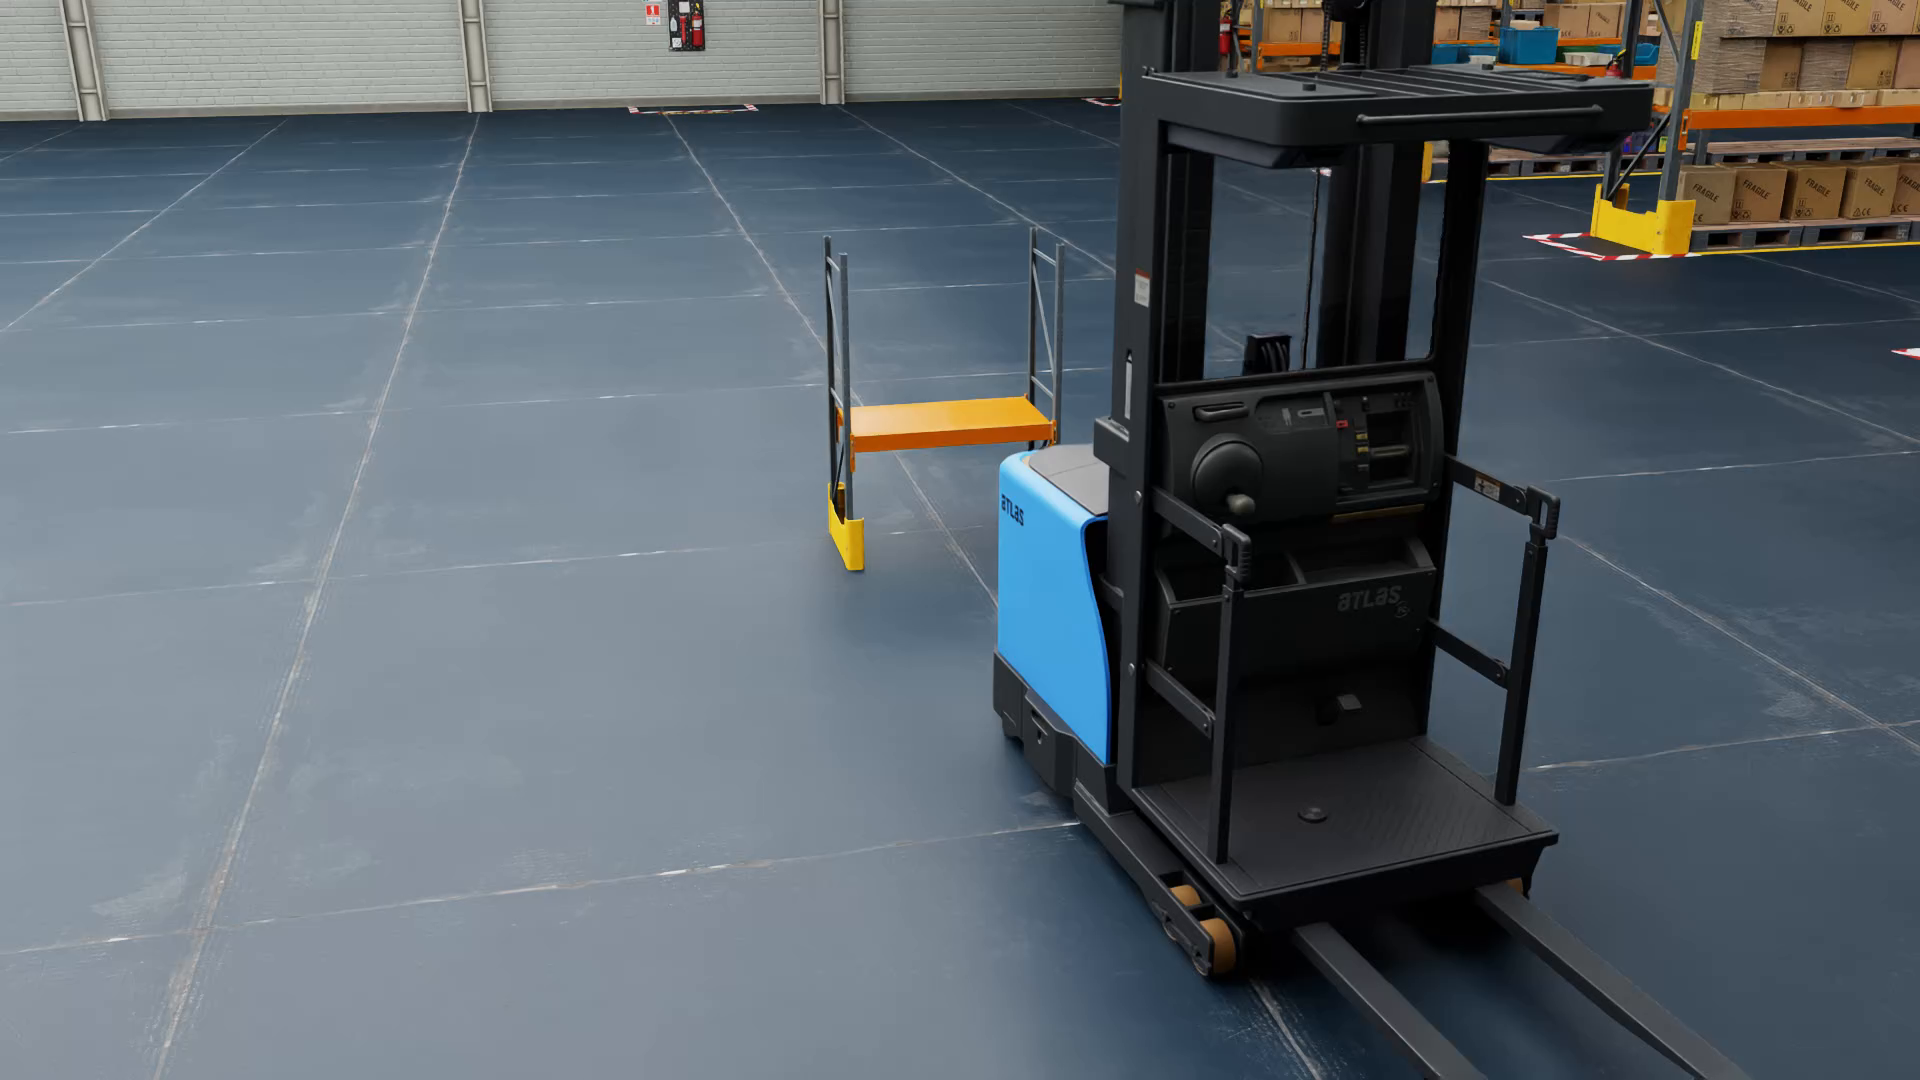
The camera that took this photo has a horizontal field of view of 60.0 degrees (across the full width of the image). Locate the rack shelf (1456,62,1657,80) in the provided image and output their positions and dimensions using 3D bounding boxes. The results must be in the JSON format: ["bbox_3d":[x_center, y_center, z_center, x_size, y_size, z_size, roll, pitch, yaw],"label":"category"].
[{"bbox_3d":[7.326,-5.762,20.728,4.000,0.370,1.077,-5,21,-12],"label":"rack shelf"}]

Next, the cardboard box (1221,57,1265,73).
[{"bbox_3d":[5.074,-8.401,29.883,0.500,0.500,0.700,-6,21,-16],"label":"cardboard box"}]

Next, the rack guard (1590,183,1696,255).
[{"bbox_3d":[6.594,-3.115,16.093,0.348,0.500,1.175,-5,21,-12],"label":"rack guard"}]

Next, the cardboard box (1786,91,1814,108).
[{"bbox_3d":[7.830,-4.180,15.731,0.250,0.149,0.380,-5,21,-12],"label":"cardboard box"}]

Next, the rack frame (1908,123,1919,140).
[{"bbox_3d":[13.165,-6.574,21.901,0.127,3.000,1.000,-5,21,-12],"label":"rack frame"}]

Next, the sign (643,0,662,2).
[{"bbox_3d":[-5.226,-9.198,28.242,0.331,0.109,0.001,-5,21,-12],"label":"sign"}]

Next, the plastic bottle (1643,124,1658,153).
[{"bbox_3d":[8.712,-5.073,21.014,0.185,0.351,0.144,-5,21,-14],"label":"plastic bottle"}]

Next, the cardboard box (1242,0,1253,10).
[{"bbox_3d":[5.121,-9.605,29.273,0.500,0.500,0.500,-4,20,-11],"label":"cardboard box"}]

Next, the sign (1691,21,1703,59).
[{"bbox_3d":[6.645,-4.508,15.002,0.005,0.325,0.100,-5,21,-12],"label":"sign"}]

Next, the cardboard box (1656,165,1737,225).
[{"bbox_3d":[7.131,-3.350,16.124,0.500,0.500,0.500,-1,20,-2],"label":"cardboard box"}]

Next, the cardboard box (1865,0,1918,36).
[{"bbox_3d":[8.577,-5.010,15.600,0.500,0.500,0.500,-5,21,-12],"label":"cardboard box"}]

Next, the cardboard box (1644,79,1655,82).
[{"bbox_3d":[10.580,-7.196,26.169,0.500,0.311,0.500,-5,21,-13],"label":"cardboard box"}]

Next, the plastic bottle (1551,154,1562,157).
[{"bbox_3d":[7.441,-4.923,20.703,0.133,0.283,0.061,-4,21,-12],"label":"plastic bottle"}]

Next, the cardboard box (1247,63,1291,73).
[{"bbox_3d":[4.697,-7.000,25.359,0.500,0.500,0.500,-5,21,-12],"label":"cardboard box"}]

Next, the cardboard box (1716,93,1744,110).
[{"bbox_3d":[7.100,-4.121,15.570,0.250,0.149,0.380,-5,21,-12],"label":"cardboard box"}]

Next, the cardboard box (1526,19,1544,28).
[{"bbox_3d":[8.950,-7.984,25.945,0.258,0.266,0.396,-5,21,-14],"label":"cardboard box"}]

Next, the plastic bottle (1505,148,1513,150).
[{"bbox_3d":[7.066,-5.126,21.375,0.097,0.201,0.097,0,20,0],"label":"plastic bottle"}]

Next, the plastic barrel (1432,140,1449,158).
[{"bbox_3d":[6.003,-5.048,20.740,0.421,0.512,0.421,0,20,0],"label":"plastic barrel"}]

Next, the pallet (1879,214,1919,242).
[{"bbox_3d":[9.767,-3.225,16.813,1.213,0.211,1.003,-5,21,-12],"label":"pallet"}]

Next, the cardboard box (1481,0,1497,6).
[{"bbox_3d":[7.921,-8.174,25.180,0.250,0.149,0.380,-5,21,-13],"label":"cardboard box"}]

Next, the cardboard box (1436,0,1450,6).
[{"bbox_3d":[7.170,-8.113,25.012,0.250,0.149,0.380,-5,21,-13],"label":"cardboard box"}]

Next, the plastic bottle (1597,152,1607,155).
[{"bbox_3d":[8.052,-4.986,20.884,0.135,0.276,0.152,-4,21,-11],"label":"plastic bottle"}]

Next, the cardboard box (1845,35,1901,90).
[{"bbox_3d":[8.506,-4.645,16.055,0.500,0.500,0.875,-5,21,-12],"label":"cardboard box"}]

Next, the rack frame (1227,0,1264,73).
[{"bbox_3d":[4.244,-7.599,24.699,0.127,3.000,1.000,-5,21,-12],"label":"rack frame"}]

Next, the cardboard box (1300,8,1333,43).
[{"bbox_3d":[5.211,-7.722,24.889,0.500,0.500,0.700,-4,21,-11],"label":"cardboard box"}]

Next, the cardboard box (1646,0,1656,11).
[{"bbox_3d":[12.917,-10.160,31.084,0.500,0.500,0.500,-4,21,-11],"label":"cardboard box"}]

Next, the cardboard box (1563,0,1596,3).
[{"bbox_3d":[11.417,-10.039,30.753,0.500,0.500,0.500,-4,21,-11],"label":"cardboard box"}]

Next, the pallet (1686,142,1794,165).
[{"bbox_3d":[10.028,-5.023,21.721,1.213,0.211,1.003,-5,21,-12],"label":"pallet"}]

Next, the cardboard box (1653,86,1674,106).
[{"bbox_3d":[6.750,-4.257,15.940,0.250,0.149,0.380,-5,21,-12],"label":"cardboard box"}]

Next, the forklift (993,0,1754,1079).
[{"bbox_3d":[1.109,-0.266,4.779,1.130,2.935,3.031,-7,21,-19],"label":"forklift"}]

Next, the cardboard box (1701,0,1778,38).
[{"bbox_3d":[7.118,-4.892,15.276,0.500,0.500,0.500,-5,21,-12],"label":"cardboard box"}]

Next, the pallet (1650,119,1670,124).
[{"bbox_3d":[11.219,-6.871,26.765,1.213,0.211,1.003,-5,21,-12],"label":"pallet"}]

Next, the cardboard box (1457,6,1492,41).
[{"bbox_3d":[7.706,-7.926,25.445,0.500,0.500,0.700,-5,21,-14],"label":"cardboard box"}]

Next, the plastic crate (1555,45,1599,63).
[{"bbox_3d":[7.887,-6.145,21.038,0.662,0.188,0.450,-5,21,-12],"label":"plastic crate"}]

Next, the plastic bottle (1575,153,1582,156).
[{"bbox_3d":[7.743,-4.916,20.802,0.097,0.201,0.097,0,20,0],"label":"plastic bottle"}]

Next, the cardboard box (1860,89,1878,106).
[{"bbox_3d":[8.547,-4.258,15.944,0.250,0.149,0.380,-5,21,-12],"label":"cardboard box"}]

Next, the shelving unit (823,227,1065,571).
[{"bbox_3d":[-0.074,-0.698,8.040,1.083,1.500,0.587,-5,21,-12],"label":"shelving unit"}]

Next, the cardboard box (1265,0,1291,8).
[{"bbox_3d":[4.675,-7.910,24.459,0.250,0.149,0.380,-5,21,-13],"label":"cardboard box"}]

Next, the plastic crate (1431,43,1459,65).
[{"bbox_3d":[5.798,-6.011,20.579,0.616,0.251,0.499,-5,21,-12],"label":"plastic crate"}]

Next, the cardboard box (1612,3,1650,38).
[{"bbox_3d":[10.400,-8.141,26.033,0.500,0.500,0.500,-6,21,-15],"label":"cardboard box"}]

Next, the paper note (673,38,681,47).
[{"bbox_3d":[-4.858,-8.540,28.548,0.142,0.148,0.016,-5,21,-12],"label":"paper note"}]

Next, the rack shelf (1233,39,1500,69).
[{"bbox_3d":[6.190,-7.420,25.255,4.000,0.370,1.077,-5,21,-12],"label":"rack shelf"}]

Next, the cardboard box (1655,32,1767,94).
[{"bbox_3d":[7.061,-4.504,15.672,0.500,0.500,0.875,-5,21,-12],"label":"cardboard box"}]

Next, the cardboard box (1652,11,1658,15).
[{"bbox_3d":[13.007,-9.874,31.245,0.250,0.149,0.380,-4,20,-11],"label":"cardboard box"}]

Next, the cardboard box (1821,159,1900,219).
[{"bbox_3d":[8.872,-3.482,16.482,0.500,0.500,0.500,-7,21,-17],"label":"cardboard box"}]

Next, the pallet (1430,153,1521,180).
[{"bbox_3d":[6.235,-4.716,20.882,1.213,0.211,1.003,-5,21,-12],"label":"pallet"}]

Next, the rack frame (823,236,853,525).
[{"bbox_3d":[-0.578,-0.657,7.928,0.032,1.500,0.500,-5,21,-12],"label":"rack frame"}]

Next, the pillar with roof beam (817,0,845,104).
[{"bbox_3d":[-1.266,-10.503,23.905,0.400,9.000,9.100,-5,21,-12],"label":"pillar with roof beam"}]

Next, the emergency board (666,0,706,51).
[{"bbox_3d":[-4.670,-8.945,28.371,0.643,1.169,0.194,-5,21,-12],"label":"emergency board"}]
